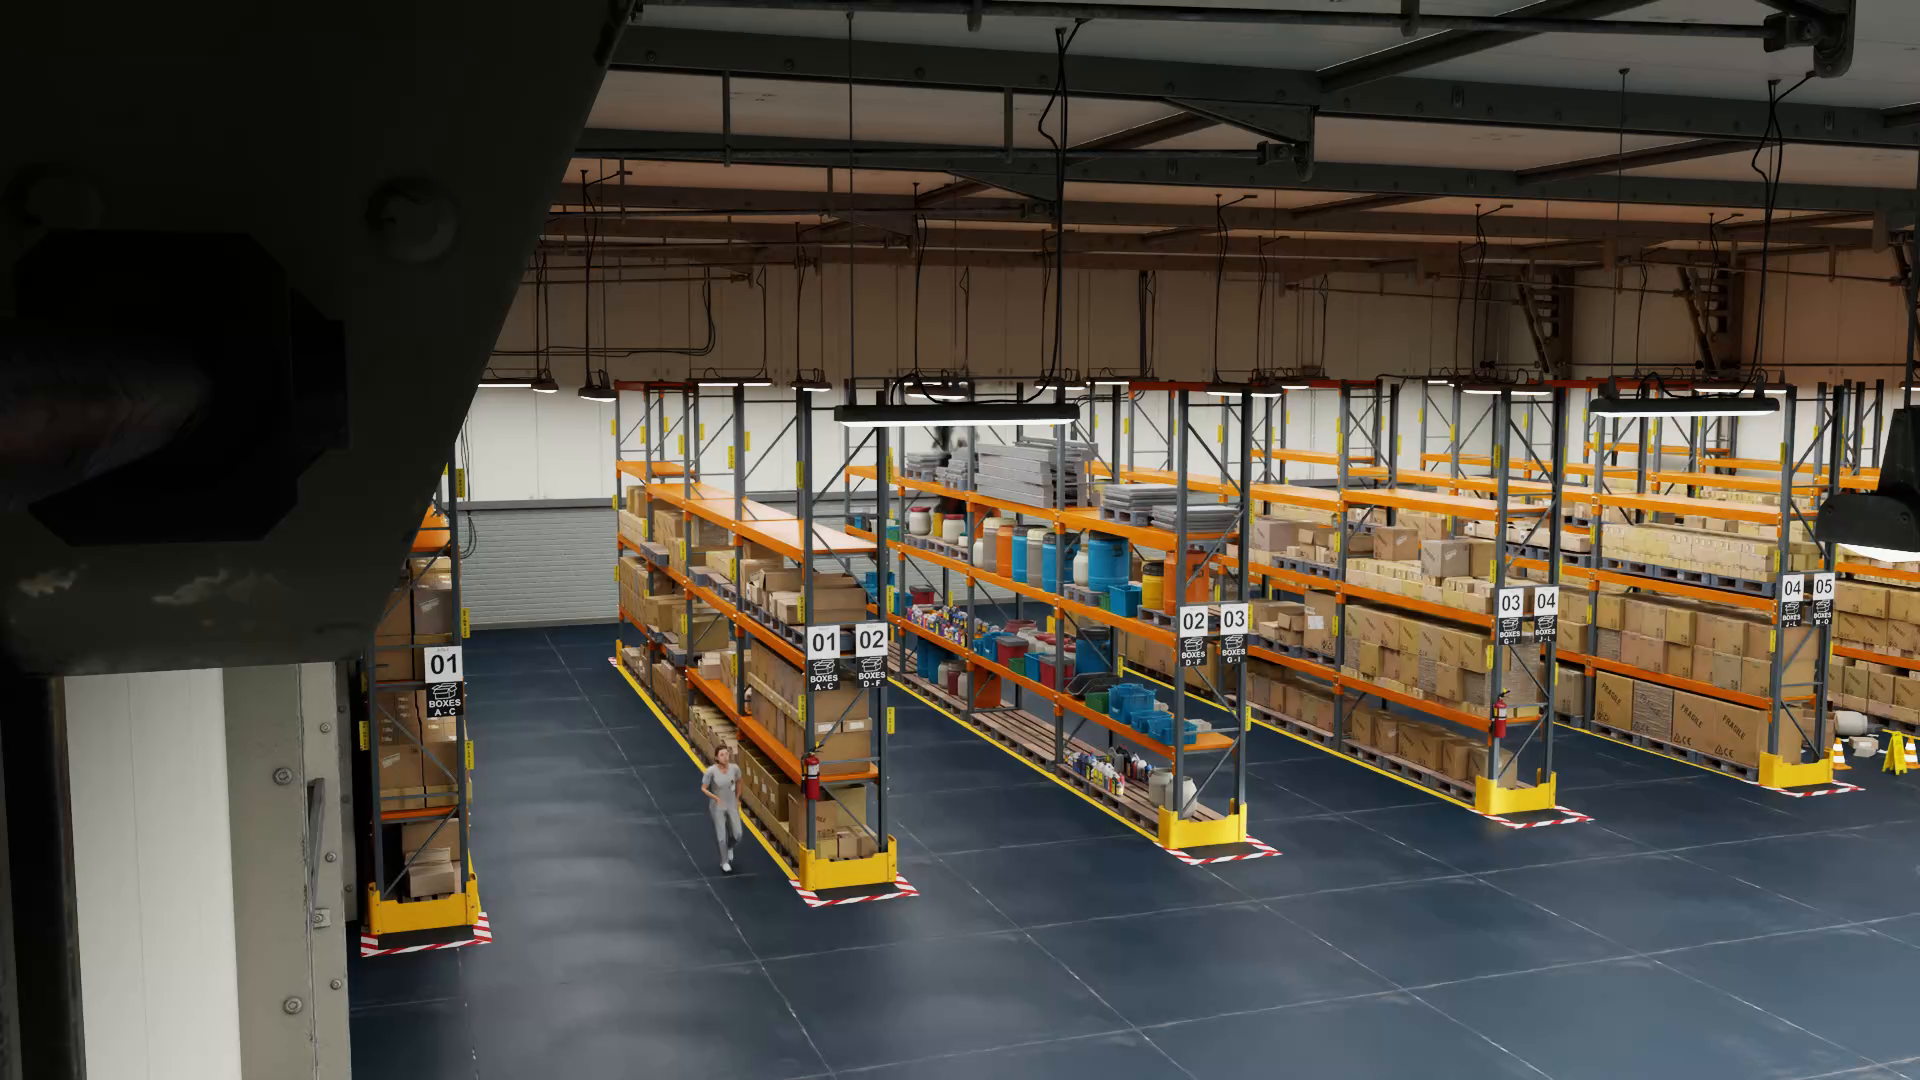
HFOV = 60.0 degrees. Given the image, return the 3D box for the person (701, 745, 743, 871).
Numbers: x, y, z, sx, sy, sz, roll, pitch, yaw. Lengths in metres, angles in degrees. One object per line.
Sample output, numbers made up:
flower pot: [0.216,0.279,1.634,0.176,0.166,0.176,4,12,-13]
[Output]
person: [-2.932,3.344,20.704,0.557,1.613,0.570,-2,6,-21]

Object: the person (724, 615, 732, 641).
person: [-5.255,1.719,36.098,0.832,1.631,0.641,4,7,30]

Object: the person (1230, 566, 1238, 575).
person: [7.089,1.020,41.763,0.647,1.845,0.800,6,8,45]
